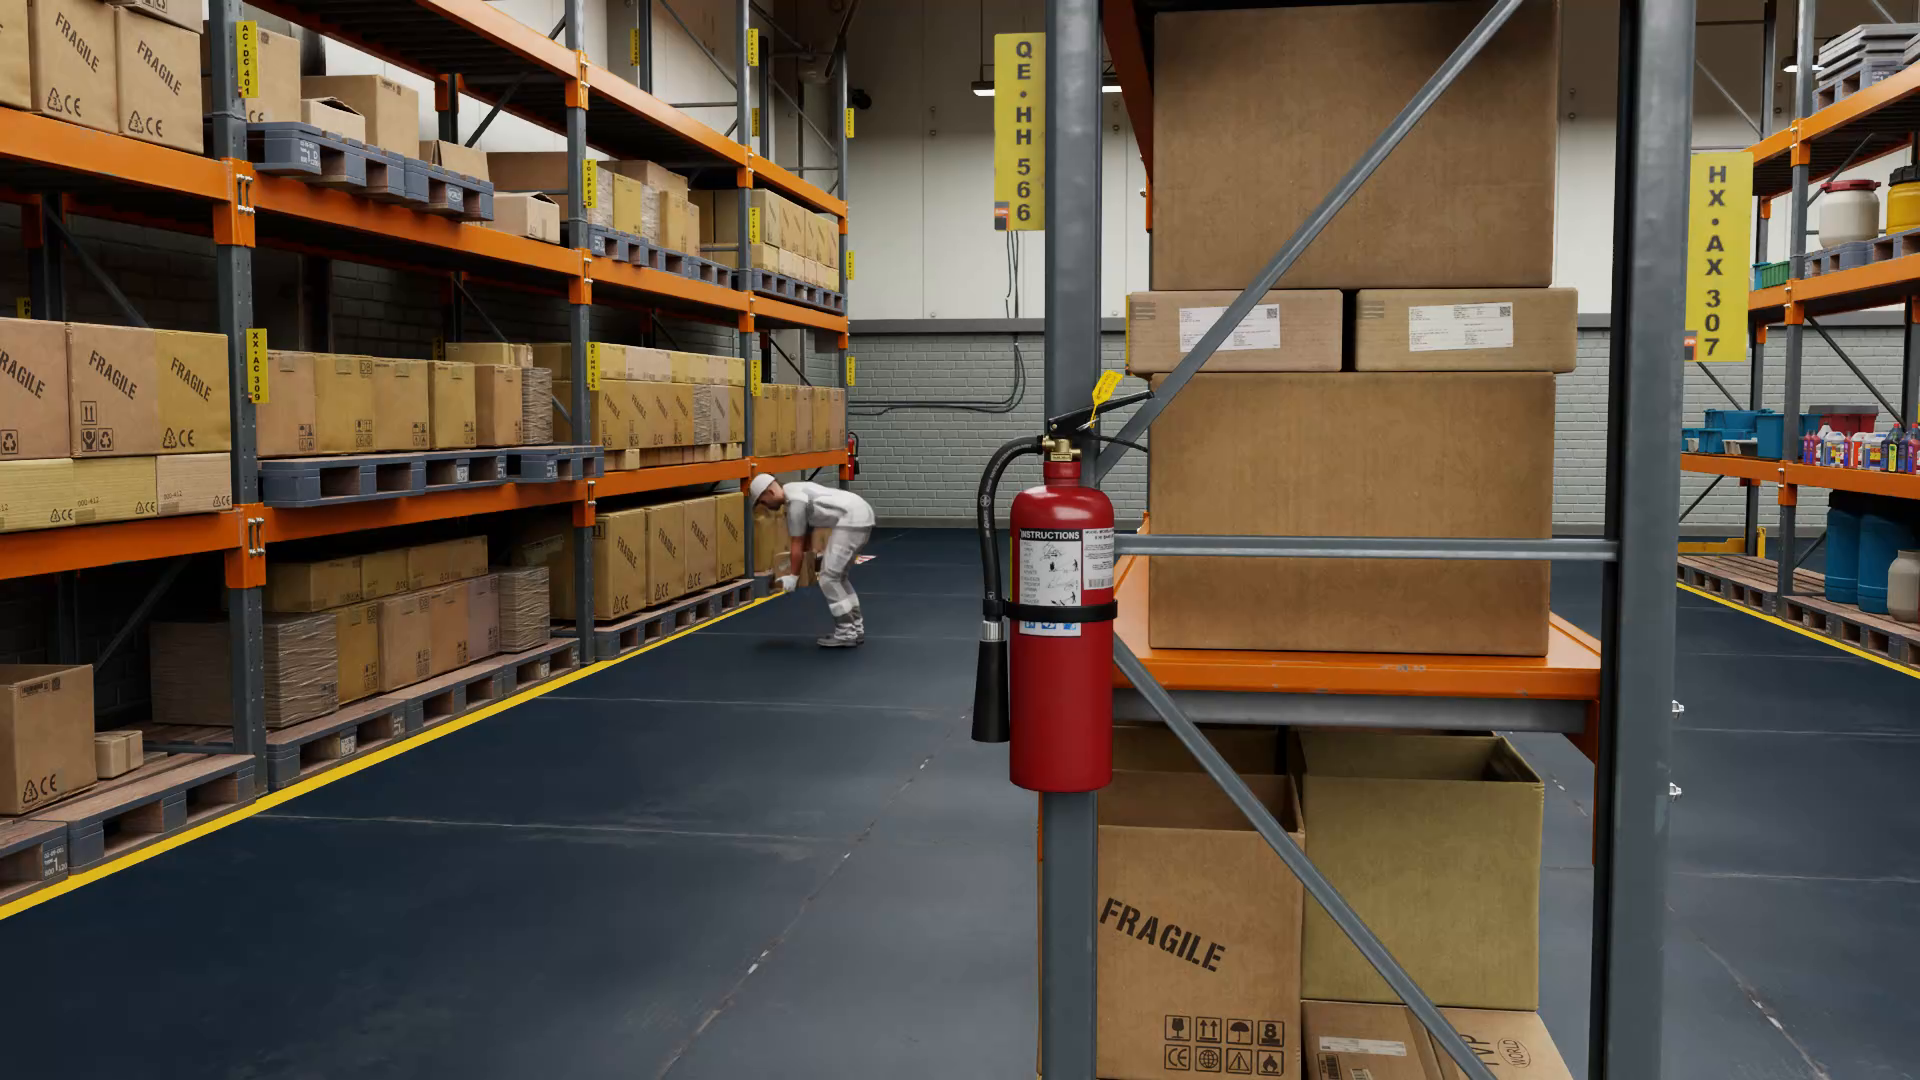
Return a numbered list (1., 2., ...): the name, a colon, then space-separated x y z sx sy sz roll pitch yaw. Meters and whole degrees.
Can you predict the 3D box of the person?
1. person: -1.099 0.144 12.377 0.935 1.273 0.491 1 4 7
